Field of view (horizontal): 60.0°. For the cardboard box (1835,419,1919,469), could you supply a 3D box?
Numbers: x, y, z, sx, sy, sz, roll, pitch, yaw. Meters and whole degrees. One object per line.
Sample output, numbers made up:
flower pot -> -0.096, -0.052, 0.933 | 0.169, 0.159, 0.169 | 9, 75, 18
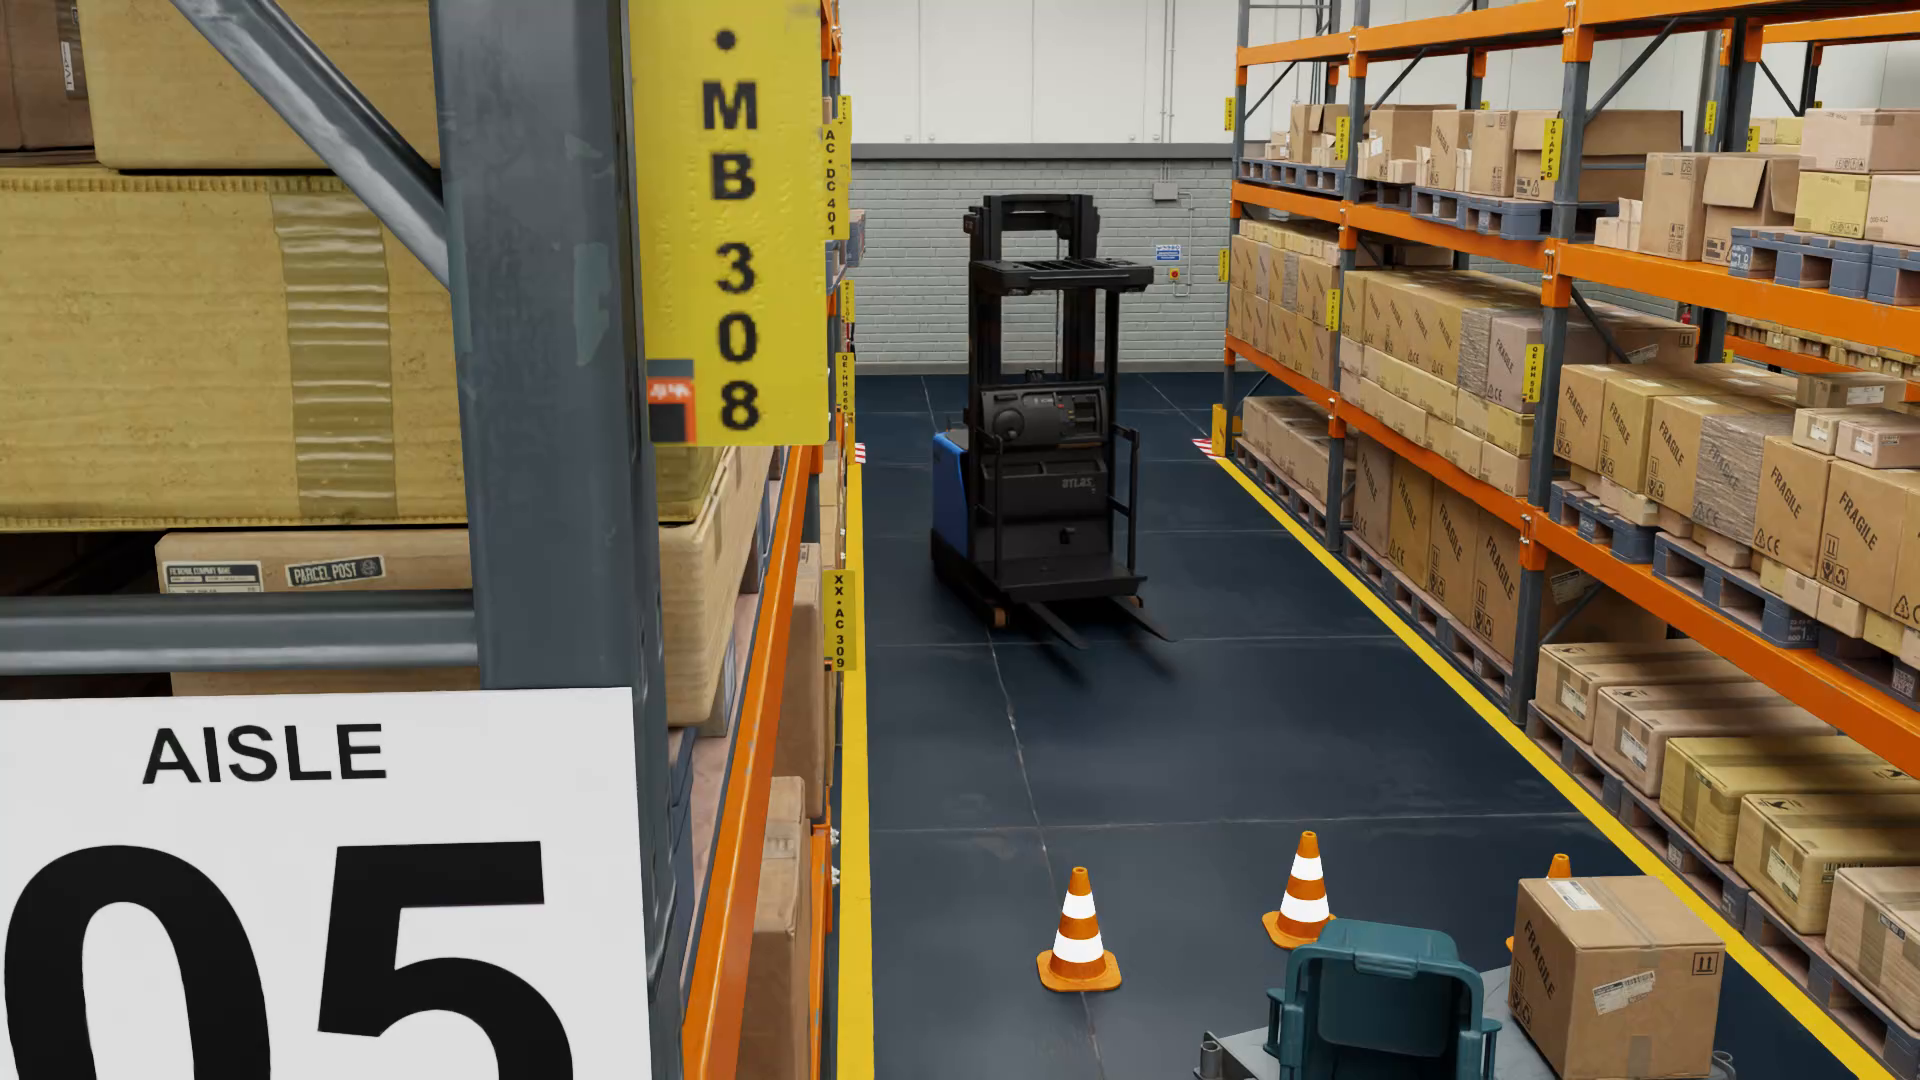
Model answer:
cardboard box -> 3.699, -0.378, 6.535 | 0.380, 0.149, 0.250 | -1, 14, -5

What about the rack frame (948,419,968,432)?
rack frame -> 0.004, -0.491, 13.829 | 0.200, 1.050, 0.008 | -1, 14, -3

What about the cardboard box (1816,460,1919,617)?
cardboard box -> 3.719, -0.016, 6.430 | 0.500, 0.500, 0.500 | -1, 14, -3

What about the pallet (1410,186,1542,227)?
pallet -> 3.596, -2.179, 10.836 | 1.003, 0.211, 1.213 | 0, 14, -1

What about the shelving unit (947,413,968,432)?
shelving unit -> -0.003, -0.522, 13.947 | 0.215, 1.050, 0.252 | -1, 14, -3

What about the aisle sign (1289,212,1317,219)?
aisle sign -> 3.570, -3.652, 16.983 | 0.394, 0.787, 0.004 | -1, 14, -3

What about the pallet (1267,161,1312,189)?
pallet -> 3.400, -3.292, 14.958 | 1.003, 0.211, 1.213 | -1, 14, -3

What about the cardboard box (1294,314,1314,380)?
cardboard box -> 3.192, -1.663, 14.270 | 0.500, 0.500, 0.500 | -1, 14, -5

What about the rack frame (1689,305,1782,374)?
rack frame -> 8.219, -2.448, 17.520 | 1.000, 3.000, 0.127 | -1, 14, -3

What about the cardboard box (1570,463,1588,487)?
cardboard box -> 3.595, -0.379, 9.140 | 0.380, 0.149, 0.250 | -2, 15, -7

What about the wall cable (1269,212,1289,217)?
wall cable -> 4.307, -4.289, 22.638 | 0.588, 1.984, 0.122 | -1, 14, -3

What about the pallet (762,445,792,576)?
pallet -> -0.813, -0.188, 2.894 | 1.003, 0.211, 1.213 | -1, 14, -3

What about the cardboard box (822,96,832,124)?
cardboard box -> -0.786, -1.604, 6.977 | 0.500, 0.500, 0.500 | -1, 14, -3

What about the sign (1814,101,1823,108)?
sign -> 8.774, -4.333, 17.050 | 0.100, 0.325, 0.005 | -1, 14, -3

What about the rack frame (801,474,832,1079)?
rack frame -> -0.926, 0.716, 5.225 | 1.000, 3.000, 0.127 | -1, 14, -3

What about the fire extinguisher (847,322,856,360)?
fire extinguisher -> -1.224, -2.120, 17.151 | 0.296, 0.674, 0.183 | -1, 14, -3

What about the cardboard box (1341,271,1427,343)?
cardboard box -> 3.253, -1.794, 12.773 | 0.500, 0.500, 0.500 | -1, 14, -3

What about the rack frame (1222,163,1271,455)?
rack frame -> 3.265, -2.370, 17.219 | 1.000, 3.000, 0.127 | -1, 14, -3

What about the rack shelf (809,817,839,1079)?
rack shelf -> -0.802, 1.561, 3.381 | 1.077, 0.370, 4.000 | -1, 14, -3

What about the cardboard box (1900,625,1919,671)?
cardboard box -> 3.701, 0.409, 6.079 | 0.380, 0.149, 0.250 | -1, 14, -3

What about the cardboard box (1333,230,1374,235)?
cardboard box -> 3.618, -2.749, 15.181 | 0.380, 0.149, 0.250 | 0, 14, -2

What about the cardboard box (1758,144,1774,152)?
cardboard box -> 8.026, -3.731, 16.193 | 0.500, 0.250, 0.500 | -1, 14, -2

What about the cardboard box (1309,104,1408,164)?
cardboard box -> 3.397, -3.465, 14.203 | 0.797, 0.503, 0.637 | 0, 14, 1

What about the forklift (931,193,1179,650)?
forklift -> 0.664, -0.900, 11.644 | 1.130, 2.935, 3.031 | -4, 15, -15

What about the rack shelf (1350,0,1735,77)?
rack shelf -> 3.637, -3.241, 10.811 | 1.077, 0.370, 4.000 | -1, 14, -3

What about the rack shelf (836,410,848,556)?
rack shelf -> -1.298, -0.428, 11.114 | 1.077, 0.370, 4.000 | -1, 14, -3

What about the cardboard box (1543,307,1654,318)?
cardboard box -> 3.934, -1.163, 10.319 | 0.500, 0.500, 0.500 | -1, 14, -3

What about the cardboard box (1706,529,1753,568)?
cardboard box -> 3.647, 0.024, 7.575 | 0.380, 0.149, 0.250 | 0, 14, -2

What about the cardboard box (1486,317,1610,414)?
cardboard box -> 3.468, -1.038, 9.833 | 0.500, 0.500, 0.500 | -1, 14, -5

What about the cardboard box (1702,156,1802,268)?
cardboard box -> 3.884, -1.504, 7.627 | 0.797, 0.503, 0.637 | -1, 14, -3

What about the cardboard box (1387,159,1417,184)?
cardboard box -> 3.242, -2.598, 11.711 | 0.380, 0.166, 0.250 | -2, 15, -7

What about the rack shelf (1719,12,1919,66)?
rack shelf -> 8.343, -4.506, 14.930 | 1.077, 0.370, 4.000 | -1, 14, -3

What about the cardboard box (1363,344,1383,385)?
cardboard box -> 3.319, -1.302, 12.364 | 0.500, 0.250, 0.500 | -1, 14, -3

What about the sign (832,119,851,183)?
sign -> -0.619, -2.027, 8.669 | 0.100, 0.325, 0.005 | -1, 14, -3

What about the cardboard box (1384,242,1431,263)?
cardboard box -> 3.720, -2.368, 13.702 | 0.380, 0.149, 0.250 | -1, 14, -3

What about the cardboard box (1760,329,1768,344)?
cardboard box -> 8.055, -1.983, 16.218 | 0.380, 0.149, 0.250 | -1, 14, -3

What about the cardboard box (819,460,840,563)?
cardboard box -> -0.848, -0.096, 8.177 | 0.500, 0.500, 0.500 | -1, 14, -3

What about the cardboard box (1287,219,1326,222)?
cardboard box -> 3.487, -3.131, 16.666 | 0.380, 0.149, 0.250 | -1, 14, -3

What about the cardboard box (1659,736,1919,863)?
cardboard box -> 3.881, 1.201, 7.768 | 0.950, 0.372, 0.625 | 0, 14, -2

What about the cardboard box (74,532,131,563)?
cardboard box -> -1.068, -0.076, 1.744 | 0.380, 0.149, 0.250 | -1, 14, -3

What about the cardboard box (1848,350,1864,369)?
cardboard box -> 8.128, -1.601, 14.734 | 0.380, 0.149, 0.250 | -1, 14, -2

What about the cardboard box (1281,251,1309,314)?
cardboard box -> 3.144, -2.274, 14.637 | 0.500, 0.500, 0.500 | -1, 14, -3

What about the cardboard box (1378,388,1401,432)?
cardboard box -> 3.326, -0.933, 11.934 | 0.500, 0.250, 0.500 | -1, 14, -4

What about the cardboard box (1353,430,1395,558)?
cardboard box -> 3.631, -0.397, 12.970 | 0.875, 0.875, 0.875 | 0, 14, -2

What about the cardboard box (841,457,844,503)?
cardboard box -> -1.123, -0.449, 12.419 | 0.500, 0.250, 0.500 | -1, 14, -5

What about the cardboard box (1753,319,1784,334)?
cardboard box -> 8.044, -2.151, 16.070 | 0.500, 0.250, 0.500 | -1, 14, -4

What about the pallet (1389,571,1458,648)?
pallet -> 3.714, 0.470, 11.777 | 1.003, 0.211, 1.213 | -1, 14, -3

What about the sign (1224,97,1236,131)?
sign -> 2.711, -4.278, 16.699 | 0.100, 0.325, 0.005 | -1, 14, -3

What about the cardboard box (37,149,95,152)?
cardboard box -> -1.017, -0.307, 1.842 | 0.500, 0.250, 0.500 | -1, 14, -3

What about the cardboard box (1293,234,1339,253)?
cardboard box -> 3.160, -2.613, 14.653 | 0.380, 0.149, 0.250 | -1, 14, -5

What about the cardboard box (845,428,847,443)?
cardboard box -> -1.257, -0.995, 15.557 | 0.380, 0.149, 0.250 | 0, 14, -1

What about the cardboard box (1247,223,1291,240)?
cardboard box -> 3.000, -2.994, 16.134 | 0.380, 0.149, 0.250 | 0, 14, -2
